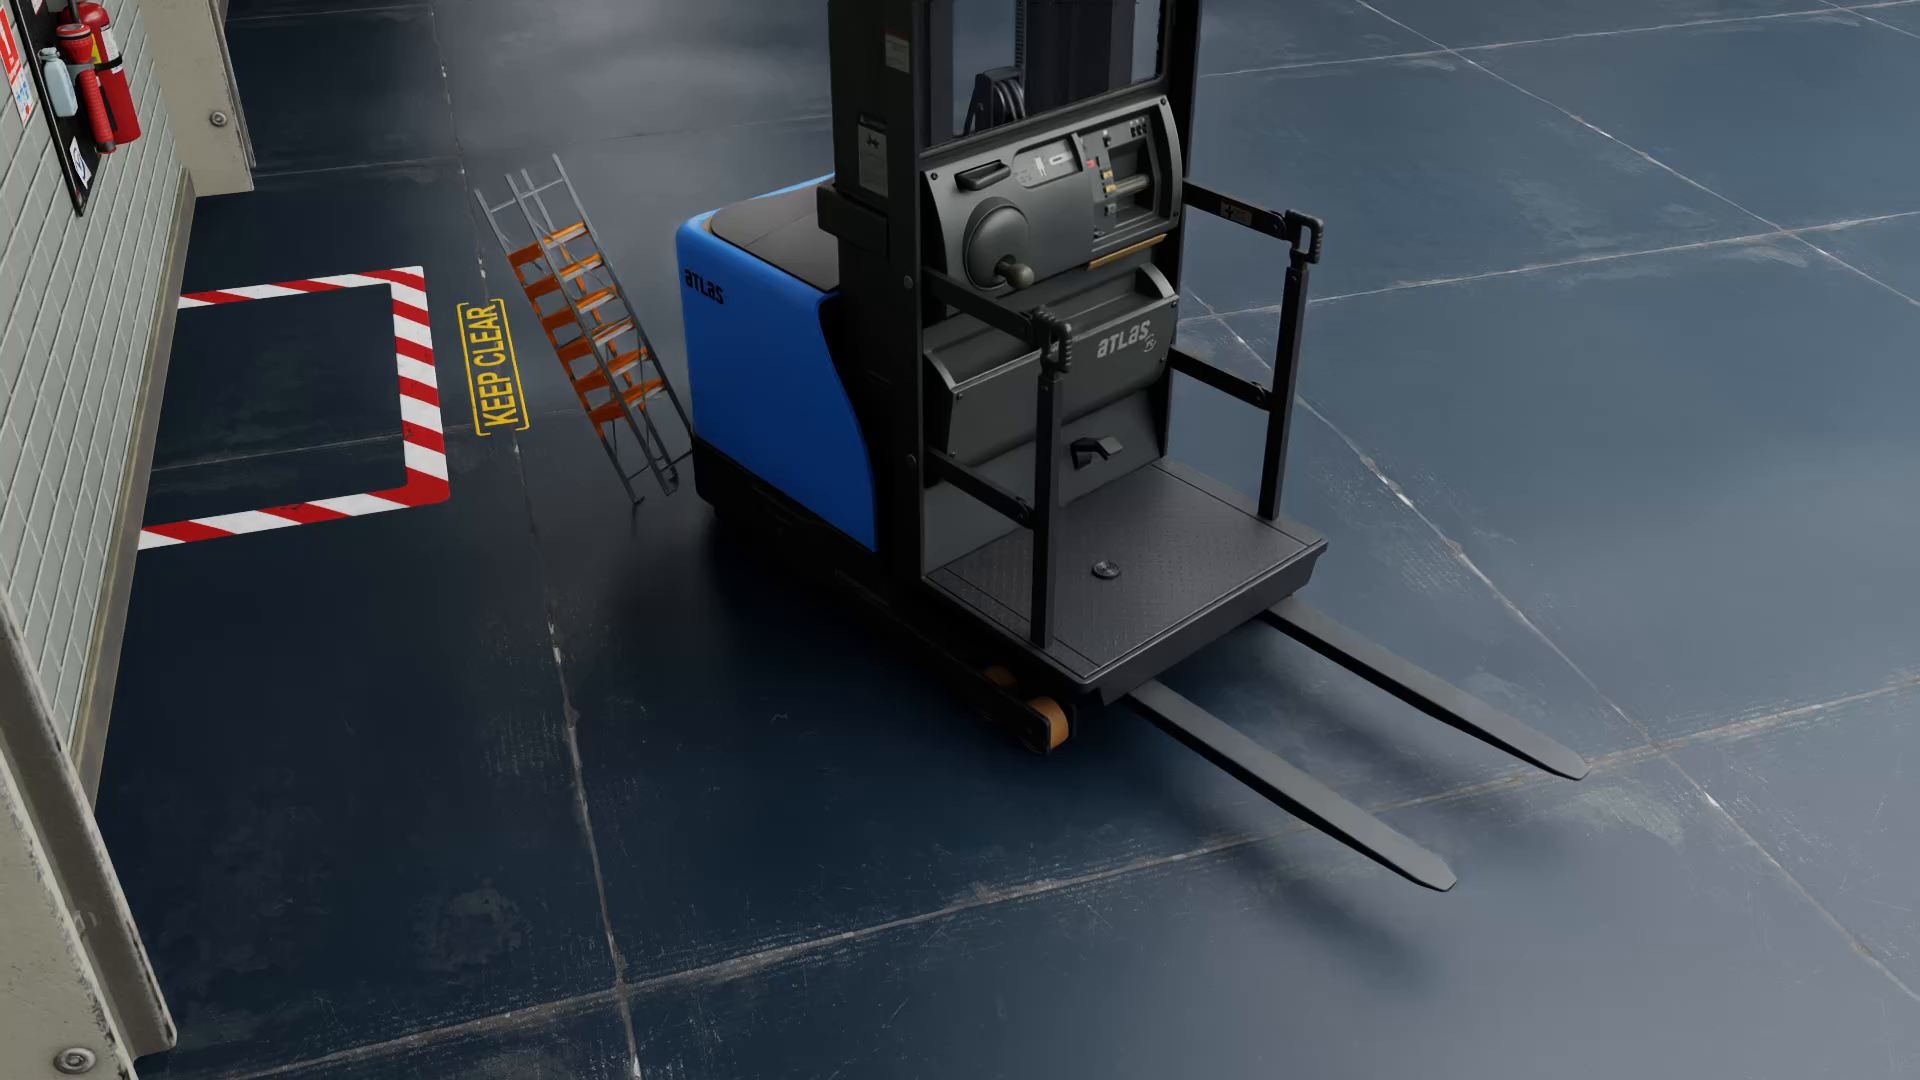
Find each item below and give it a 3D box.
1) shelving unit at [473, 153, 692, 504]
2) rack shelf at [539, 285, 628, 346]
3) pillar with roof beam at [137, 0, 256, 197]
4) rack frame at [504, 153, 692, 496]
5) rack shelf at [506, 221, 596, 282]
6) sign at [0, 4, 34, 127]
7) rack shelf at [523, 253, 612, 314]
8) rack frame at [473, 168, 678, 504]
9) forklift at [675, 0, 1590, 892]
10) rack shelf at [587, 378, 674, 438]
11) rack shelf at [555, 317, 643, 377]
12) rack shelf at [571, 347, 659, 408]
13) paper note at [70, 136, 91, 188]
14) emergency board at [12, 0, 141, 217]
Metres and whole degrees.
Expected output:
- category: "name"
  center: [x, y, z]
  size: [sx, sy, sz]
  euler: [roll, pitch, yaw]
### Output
- category: "shelving unit"
  center: [-1.269, -0.721, 5.795]
  size: [0.189, 1.200, 0.258]
  euler: [-10, 22, 40]
- category: "rack shelf"
  center: [-1.299, -0.787, 5.774]
  size: [0.180, 0.103, 0.258]
  euler: [-10, 22, 40]
- category: "pillar with roof beam"
  center: [0.309, -6.328, 7.164]
  size: [9.100, 9.000, 0.400]
  euler: [-10, 35, -15]
- category: "rack frame"
  center: [-1.201, -0.733, 5.736]
  size: [0.006, 1.200, 0.240]
  euler: [-10, 22, 40]
- category: "rack shelf"
  center: [-1.394, -0.997, 5.706]
  size: [0.180, 0.103, 0.258]
  euler: [-10, 22, 40]
- category: "sign"
  center: [-3.002, -1.505, 5.274]
  size: [0.001, 0.329, 0.234]
  euler: [-10, 35, -15]
- category: "rack shelf"
  center: [-1.347, -0.892, 5.740]
  size: [0.180, 0.103, 0.258]
  euler: [-10, 22, 40]
- category: "rack frame"
  center: [-1.338, -0.709, 5.854]
  size: [0.006, 1.200, 0.240]
  euler: [-10, 22, 40]
- category: "forklift"
  center: [0.420, -0.925, 4.491]
  size: [1.130, 2.935, 3.031]
  euler: [-26, 42, -34]
- category: "rack shelf"
  center: [-1.156, -0.473, 5.875]
  size: [0.180, 0.103, 0.258]
  euler: [-10, 22, 40]
- category: "rack shelf"
  center: [-1.252, -0.682, 5.807]
  size: [0.180, 0.103, 0.258]
  euler: [-10, 22, 40]
- category: "rack shelf"
  center: [-1.204, -0.577, 5.841]
  size: [0.180, 0.103, 0.258]
  euler: [-10, 22, 40]
- category: "paper note"
  center: [-3.085, -1.325, 5.834]
  size: [0.016, 0.148, 0.142]
  euler: [-10, 35, -15]
- category: "emergency board"
  center: [-3.073, -1.797, 5.749]
  size: [0.194, 1.169, 0.643]
  euler: [-10, 35, -15]
